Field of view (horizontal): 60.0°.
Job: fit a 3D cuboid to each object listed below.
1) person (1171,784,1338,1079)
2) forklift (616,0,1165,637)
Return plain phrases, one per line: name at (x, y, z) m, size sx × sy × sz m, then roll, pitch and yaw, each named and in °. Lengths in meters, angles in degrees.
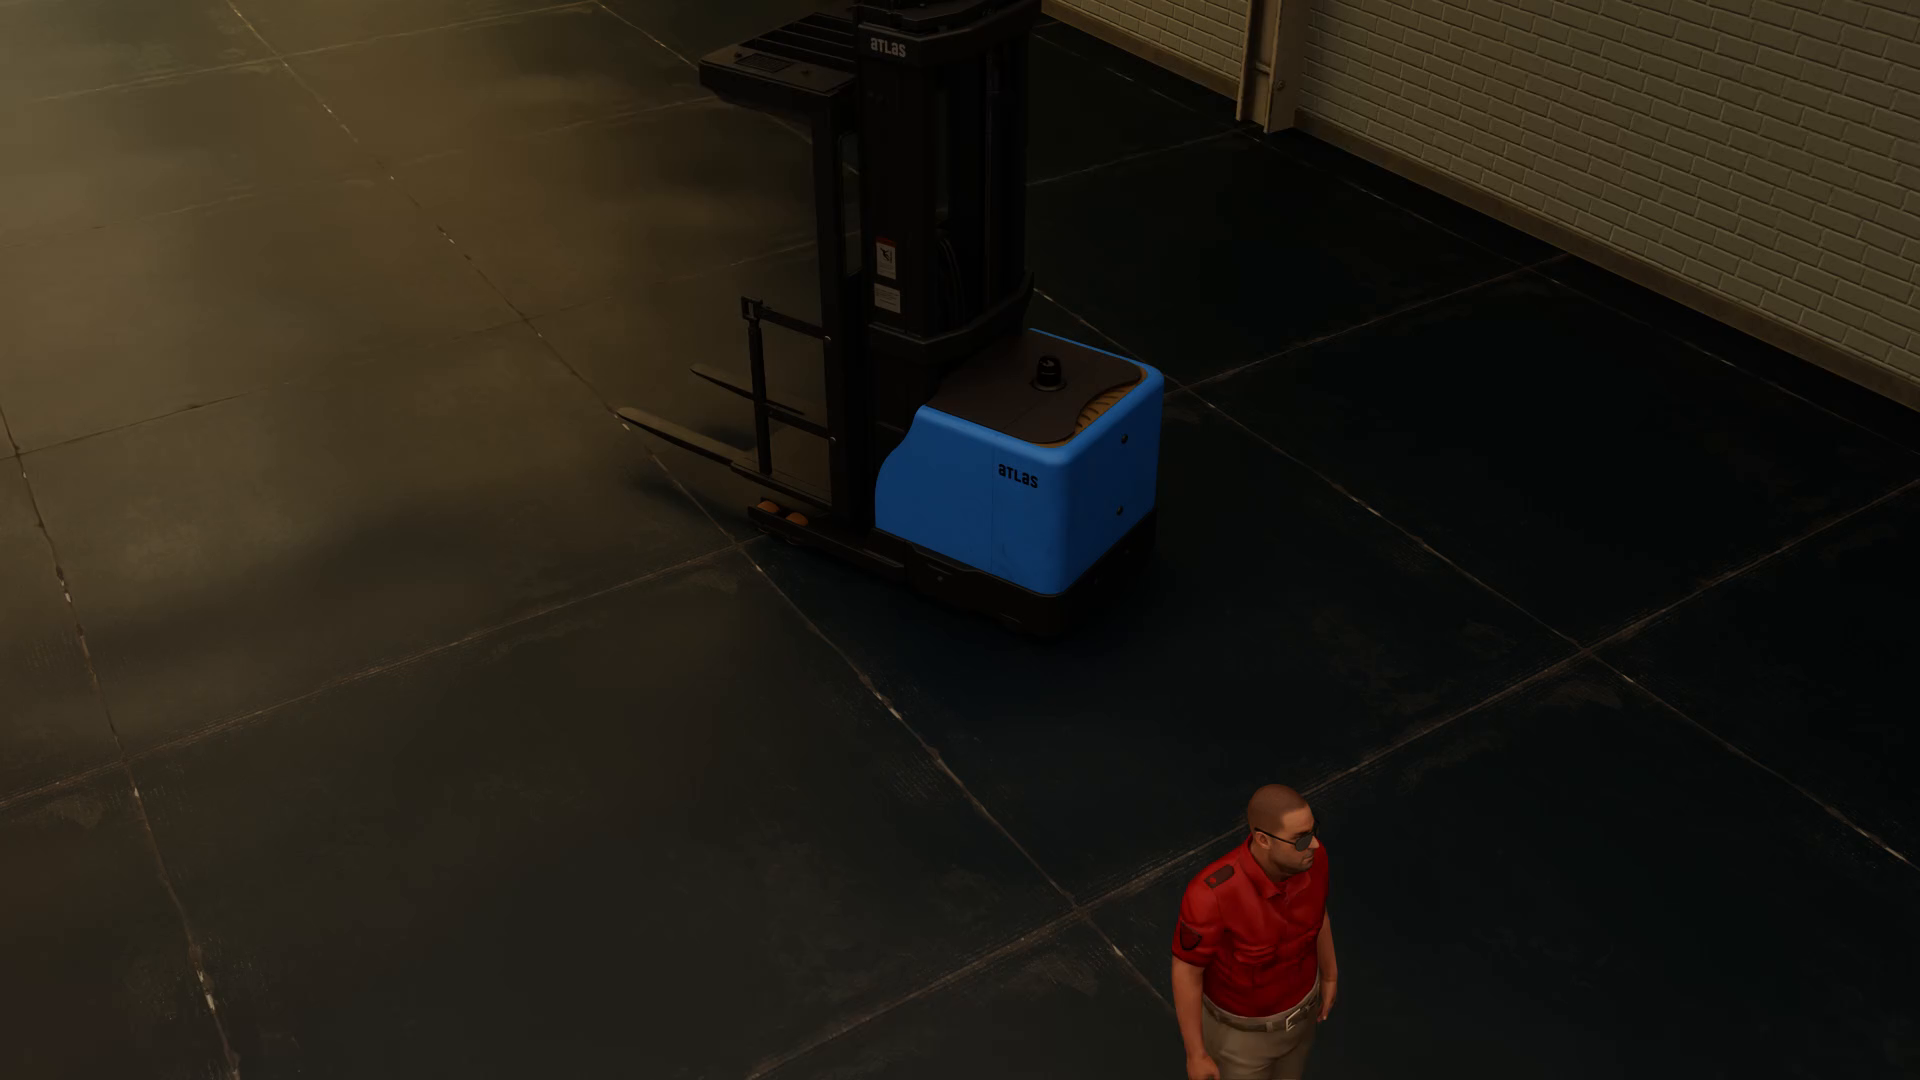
person at (0.957, 1.503, 5.041) m, size 0.642 × 1.728 × 0.550 m, roll -23°, pitch 41°, yaw -29°
forklift at (-0.500, -1.399, 8.138) m, size 3.031 × 2.935 × 1.130 m, roll 22°, pitch 41°, yaw 28°
